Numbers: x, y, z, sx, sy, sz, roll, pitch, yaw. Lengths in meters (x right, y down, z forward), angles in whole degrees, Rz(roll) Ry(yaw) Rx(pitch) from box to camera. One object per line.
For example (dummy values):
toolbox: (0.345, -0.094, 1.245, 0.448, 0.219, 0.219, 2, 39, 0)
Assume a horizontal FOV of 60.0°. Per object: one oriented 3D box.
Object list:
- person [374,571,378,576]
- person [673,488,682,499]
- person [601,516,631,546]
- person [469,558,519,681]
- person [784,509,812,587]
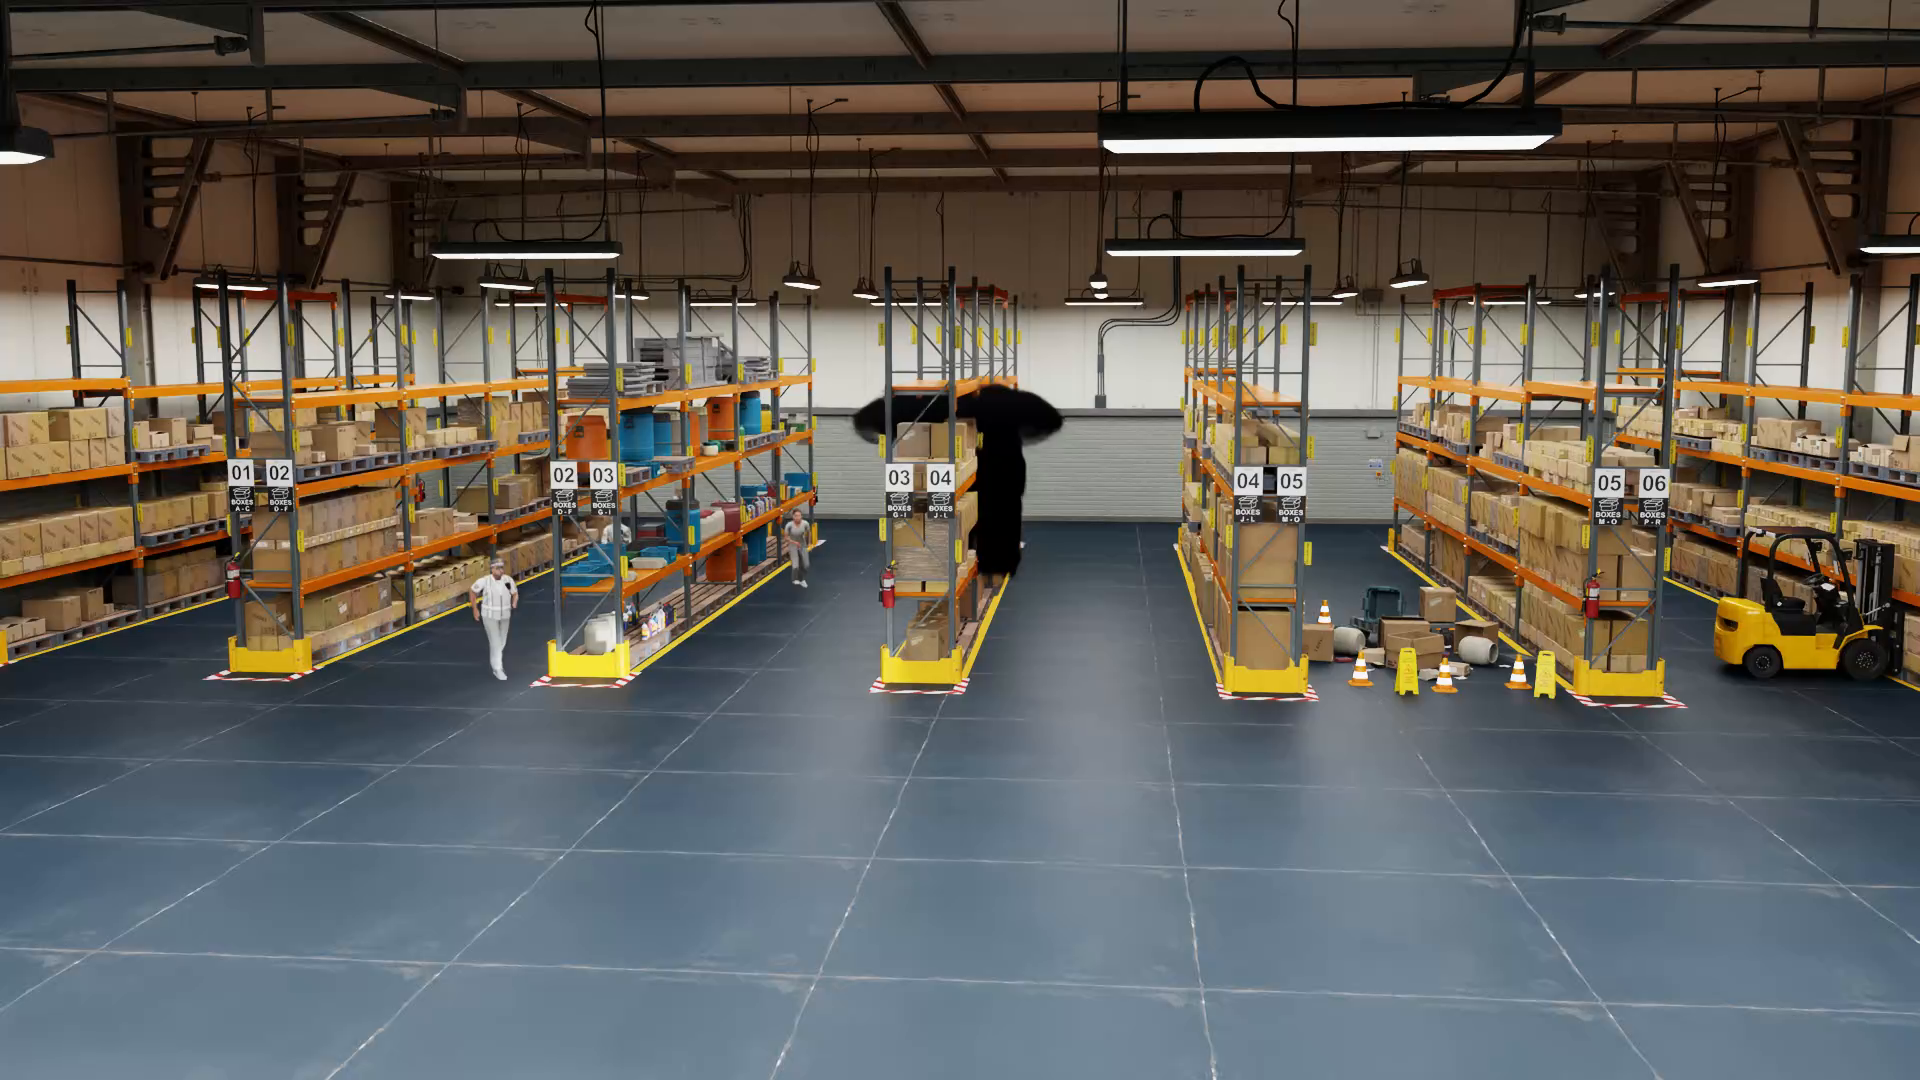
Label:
person: (-12.222, 0.049, 34.249, 0.493, 1.670, 0.781, -1, 7, -5)
person: (-6.530, -0.540, 39.678, 0.621, 1.475, 0.969, 2, 7, 14)
person: (-6.793, 0.224, 32.990, 0.607, 1.573, 0.738, -1, 7, -8)
person: (-6.878, 1.135, 24.651, 0.673, 1.781, 0.849, -5, 9, -38)
person: (-3.089, 0.163, 31.721, 0.548, 1.556, 0.708, -2, 7, -16)
